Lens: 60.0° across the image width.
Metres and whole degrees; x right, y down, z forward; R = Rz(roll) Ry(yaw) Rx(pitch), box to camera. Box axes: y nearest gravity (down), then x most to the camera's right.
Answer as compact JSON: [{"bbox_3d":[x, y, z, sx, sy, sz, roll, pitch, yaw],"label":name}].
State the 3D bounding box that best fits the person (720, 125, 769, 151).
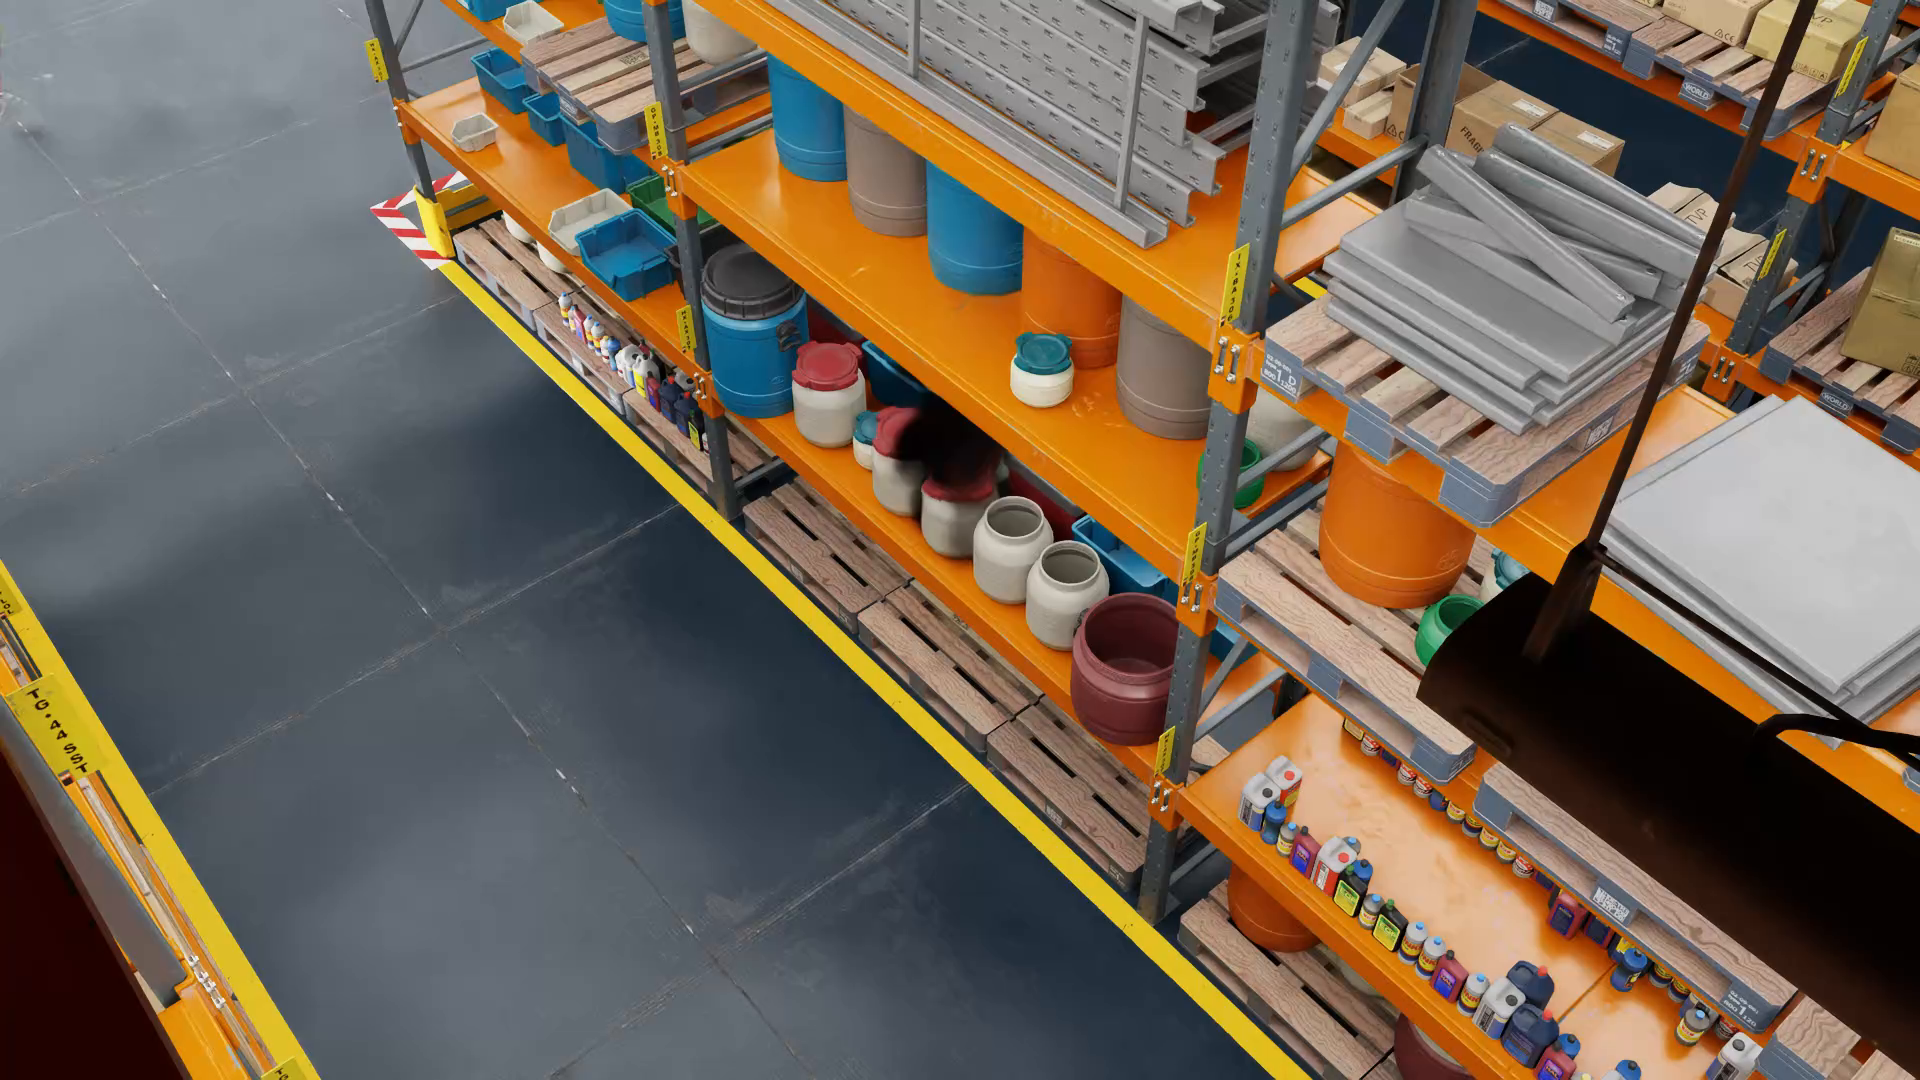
[{"bbox_3d":[-1.624,-3.175,12.772,0.686,1.792,0.839,-34,55,-28],"label":"person"}]
